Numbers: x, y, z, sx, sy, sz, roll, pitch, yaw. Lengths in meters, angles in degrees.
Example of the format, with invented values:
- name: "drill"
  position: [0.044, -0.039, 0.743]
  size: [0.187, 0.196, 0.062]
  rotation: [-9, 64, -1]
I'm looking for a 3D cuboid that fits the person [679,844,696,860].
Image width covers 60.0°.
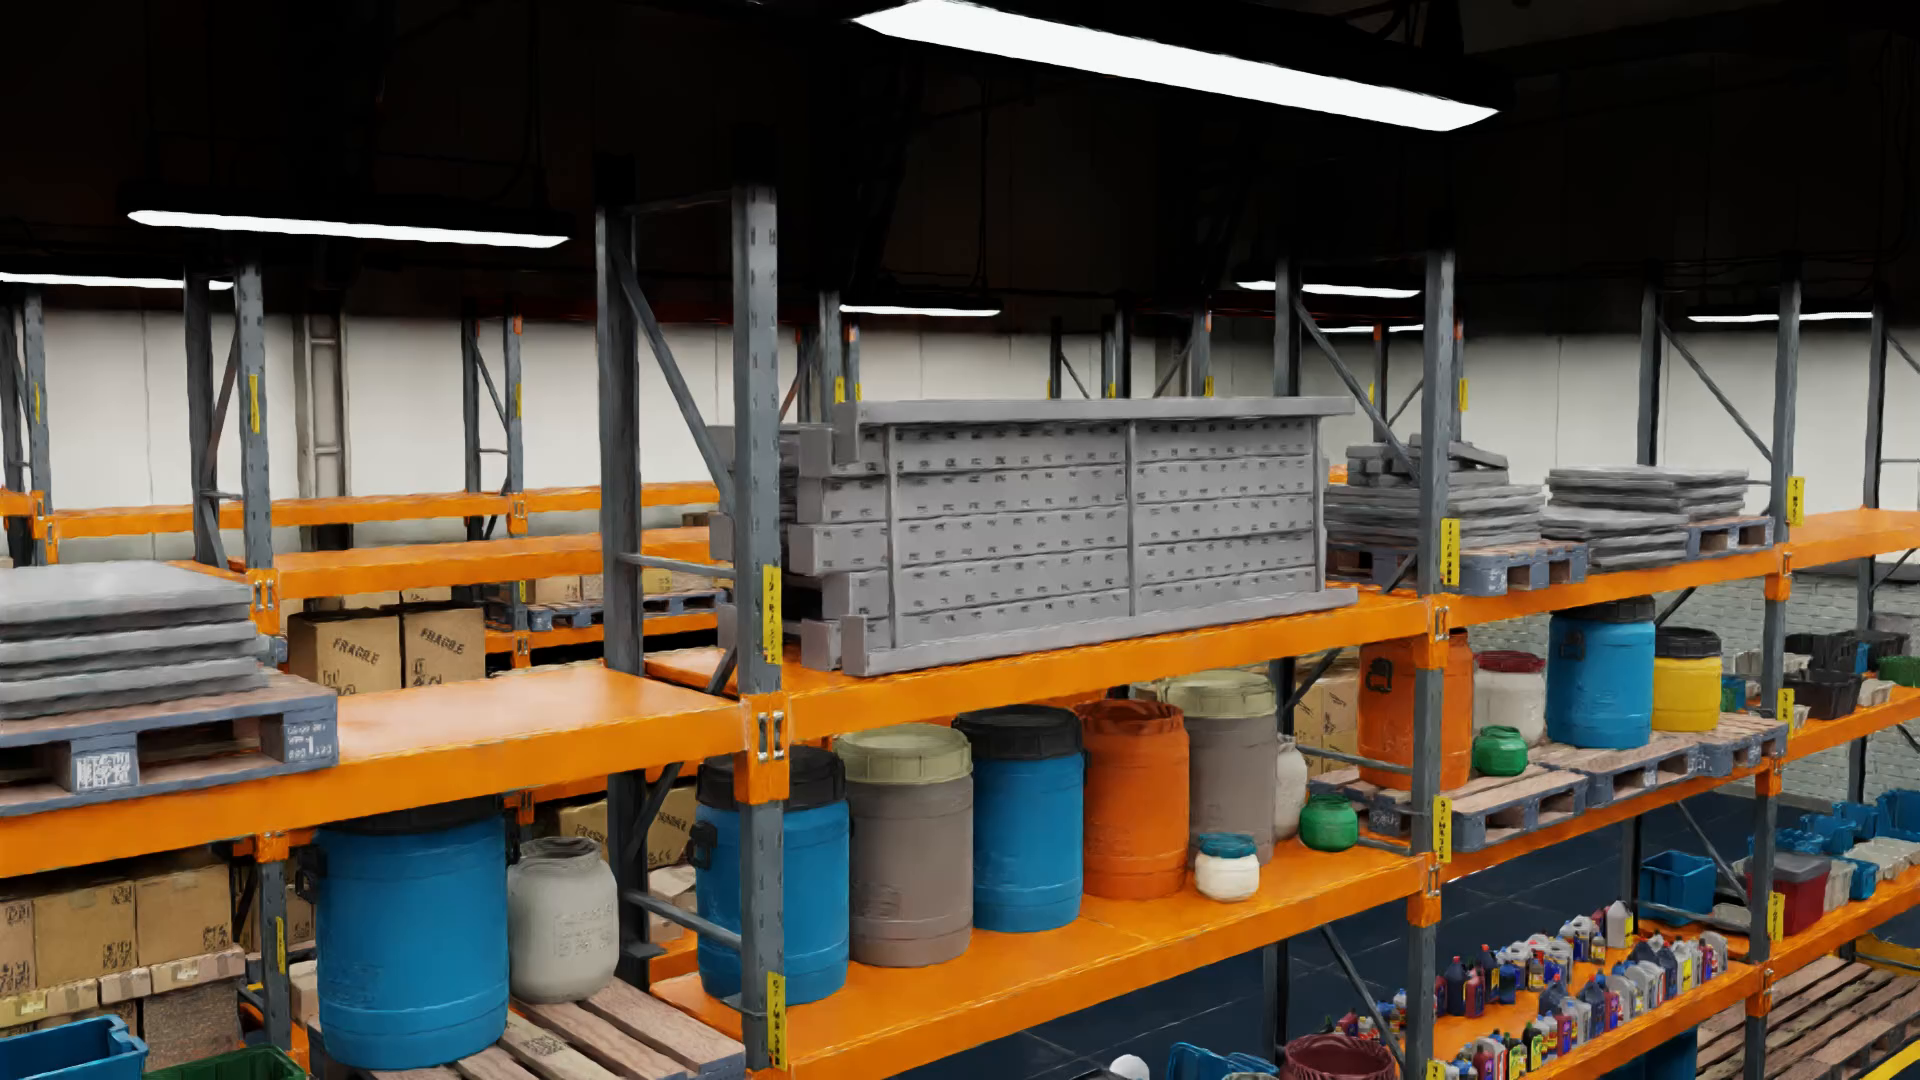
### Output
- name: "person"
  position: [-2.099, 2.959, 14.990]
  size: [0.831, 1.590, 0.603]
  rotation: [-4, 7, -36]

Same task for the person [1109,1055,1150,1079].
- name: "person"
  position: [0.920, 3.449, 8.398]
  size: [0.988, 1.751, 0.606]
  rotation: [-2, 6, -20]
